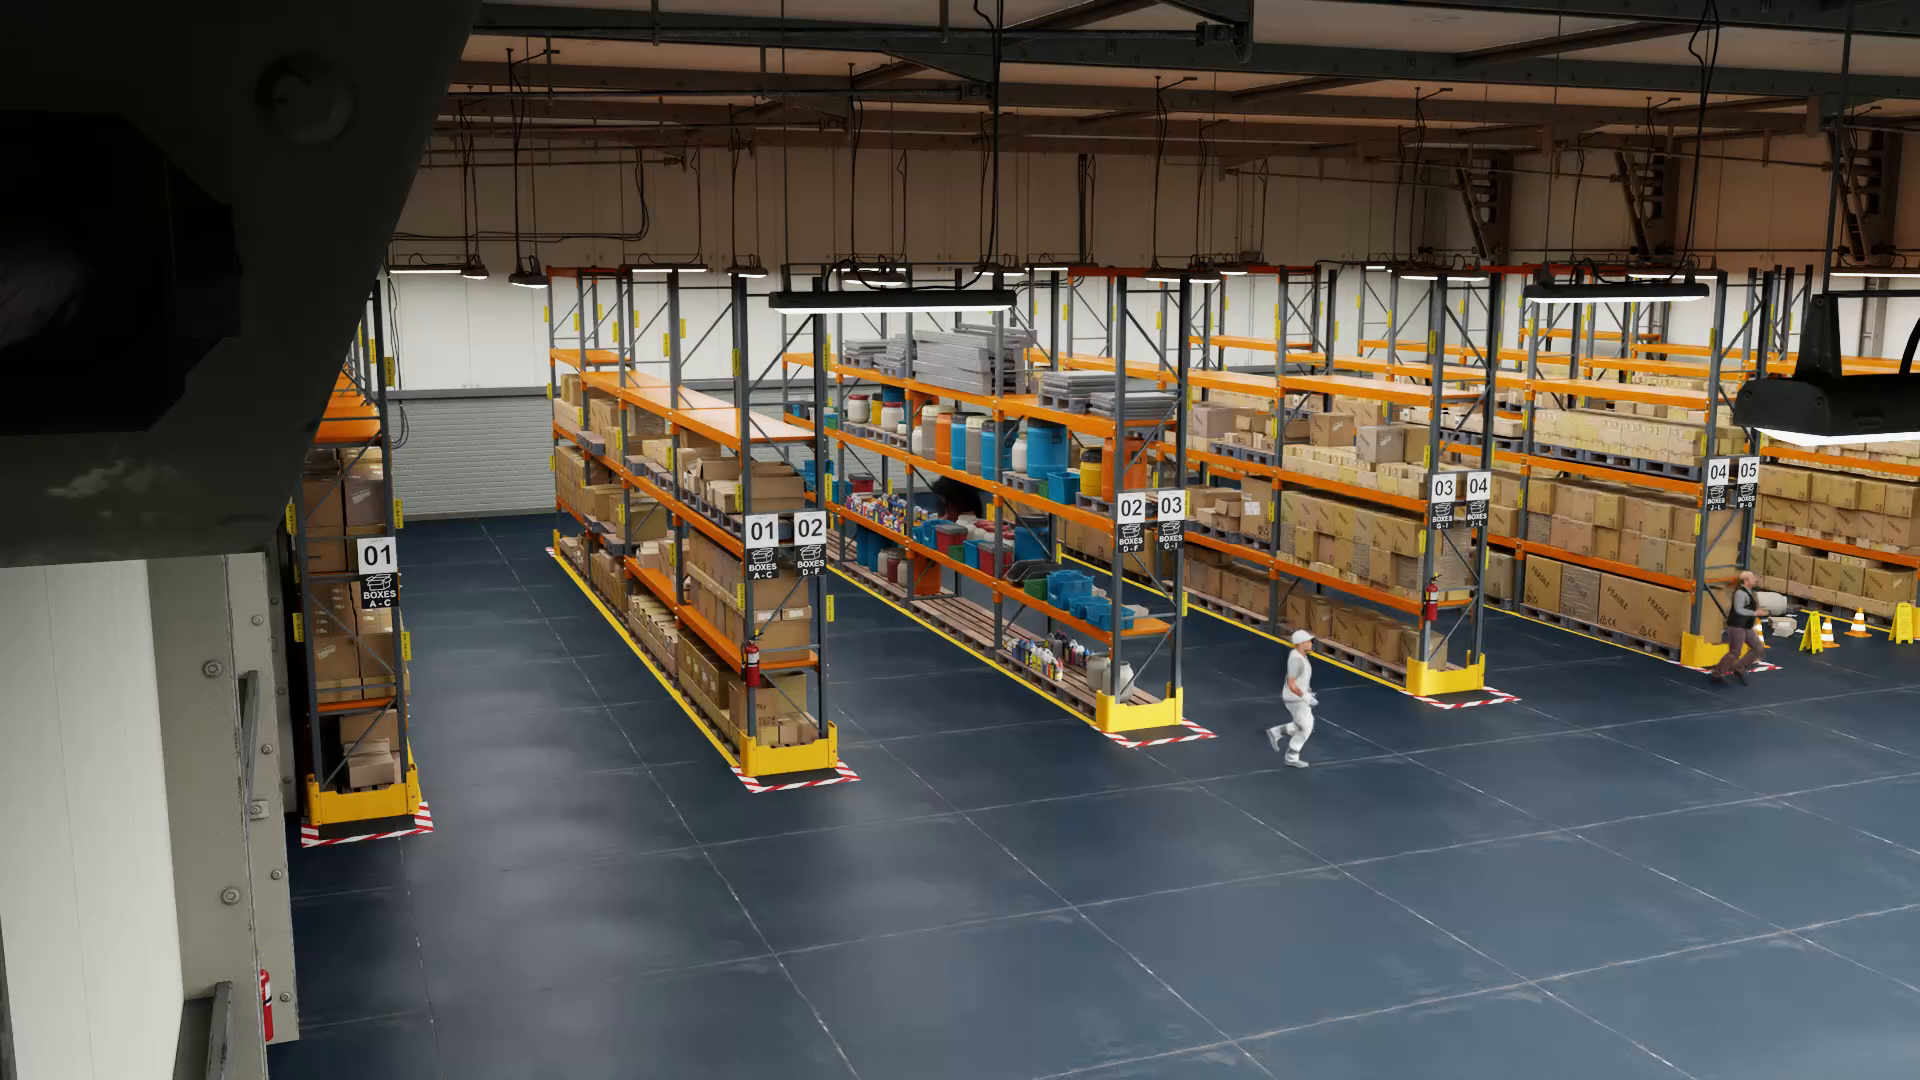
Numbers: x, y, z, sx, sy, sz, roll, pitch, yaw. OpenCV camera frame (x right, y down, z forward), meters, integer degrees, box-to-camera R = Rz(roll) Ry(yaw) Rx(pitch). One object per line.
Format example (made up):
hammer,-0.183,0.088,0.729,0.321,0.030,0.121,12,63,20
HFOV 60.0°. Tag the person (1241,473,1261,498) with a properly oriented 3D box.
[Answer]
person,6.258,-0.563,35.105,0.713,1.666,0.722,-5,11,-28

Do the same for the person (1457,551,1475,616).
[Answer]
person,8.743,0.471,29.220,0.588,1.624,0.831,-5,11,-25

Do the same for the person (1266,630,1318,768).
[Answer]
person,4.105,1.949,20.518,0.639,1.729,0.650,3,10,15

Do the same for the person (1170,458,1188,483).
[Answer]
person,4.904,-1.058,37.966,0.636,1.673,0.612,-2,10,-11

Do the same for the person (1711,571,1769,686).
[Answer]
person,11.441,1.340,24.321,0.717,1.651,0.657,8,12,37
